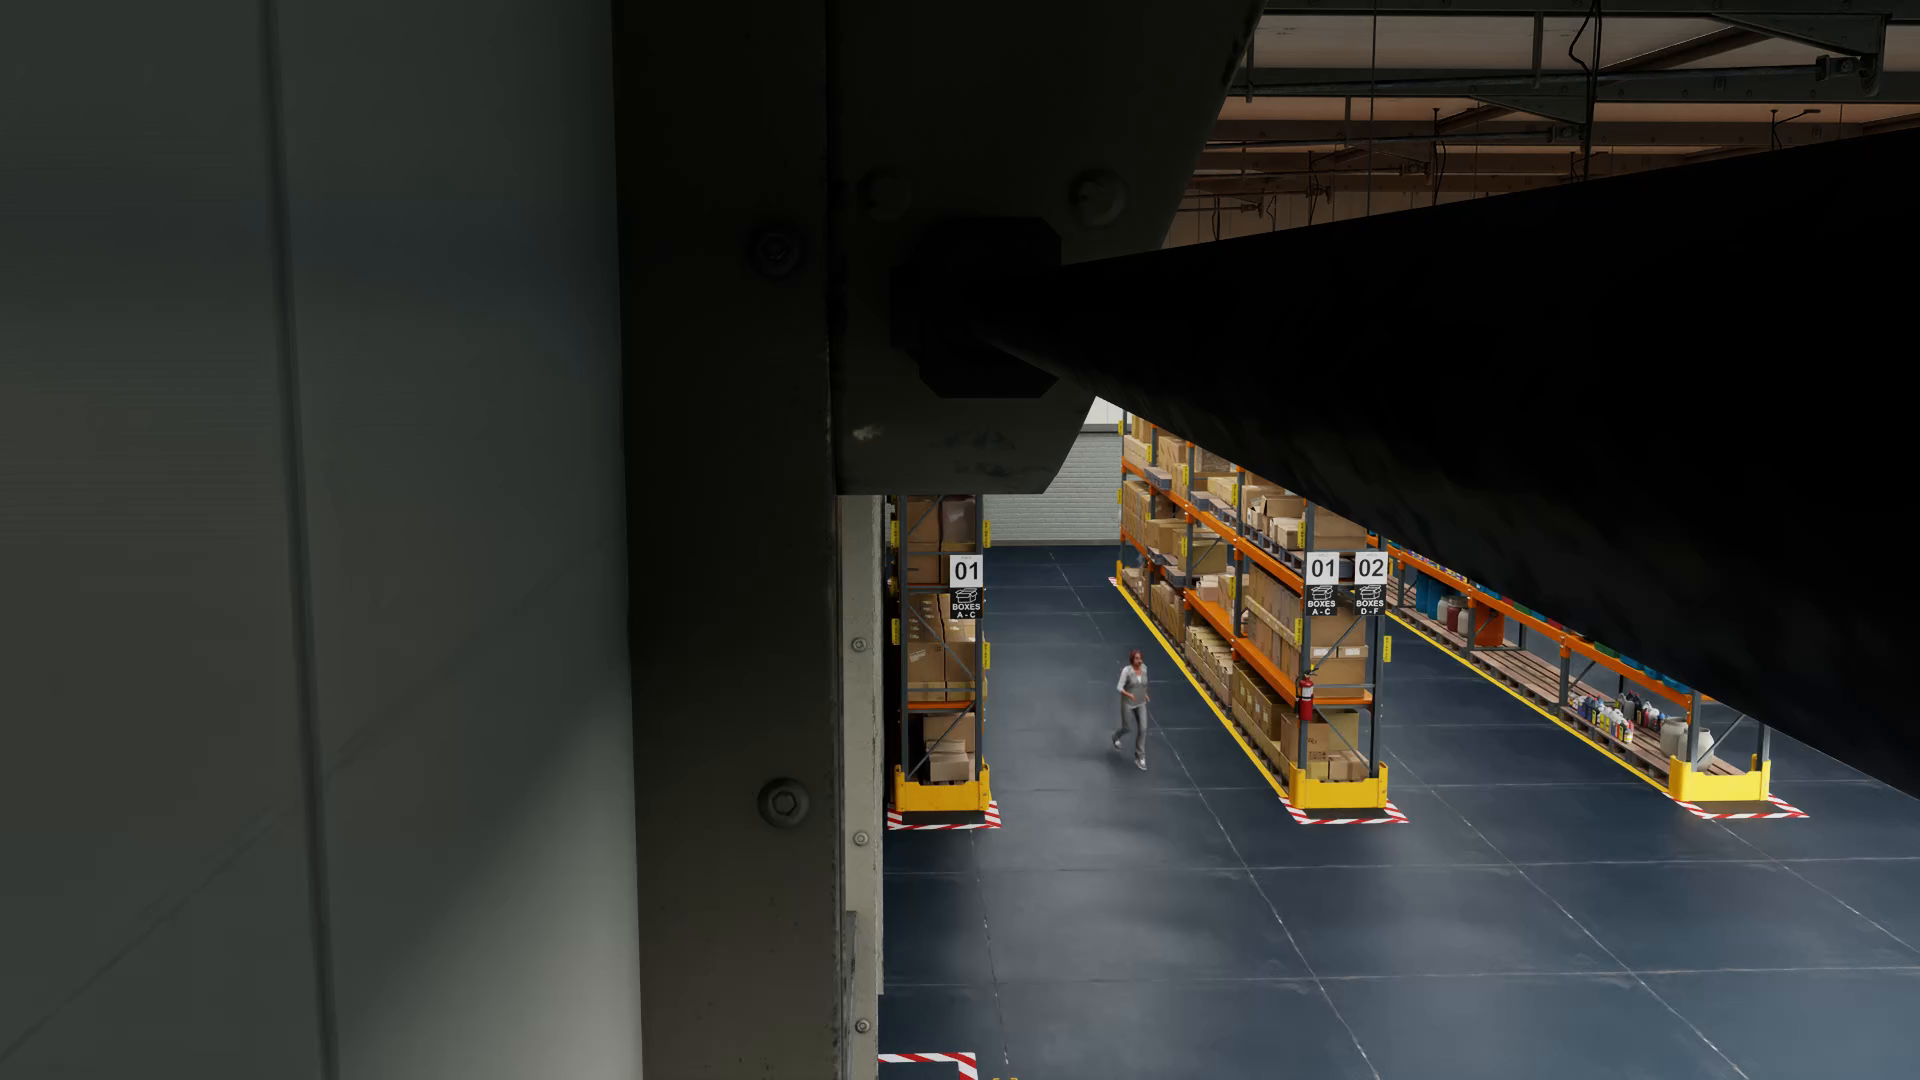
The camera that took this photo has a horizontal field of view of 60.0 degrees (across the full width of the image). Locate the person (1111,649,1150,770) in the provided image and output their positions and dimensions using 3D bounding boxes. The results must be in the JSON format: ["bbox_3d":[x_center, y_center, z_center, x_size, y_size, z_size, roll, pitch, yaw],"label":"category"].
[{"bbox_3d":[2.328,2.239,22.548,0.519,1.594,0.871,-3,9,-20],"label":"person"}]

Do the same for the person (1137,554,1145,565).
[{"bbox_3d":[4.518,-0.116,37.917,0.934,1.756,0.684,6,10,35],"label":"person"}]
